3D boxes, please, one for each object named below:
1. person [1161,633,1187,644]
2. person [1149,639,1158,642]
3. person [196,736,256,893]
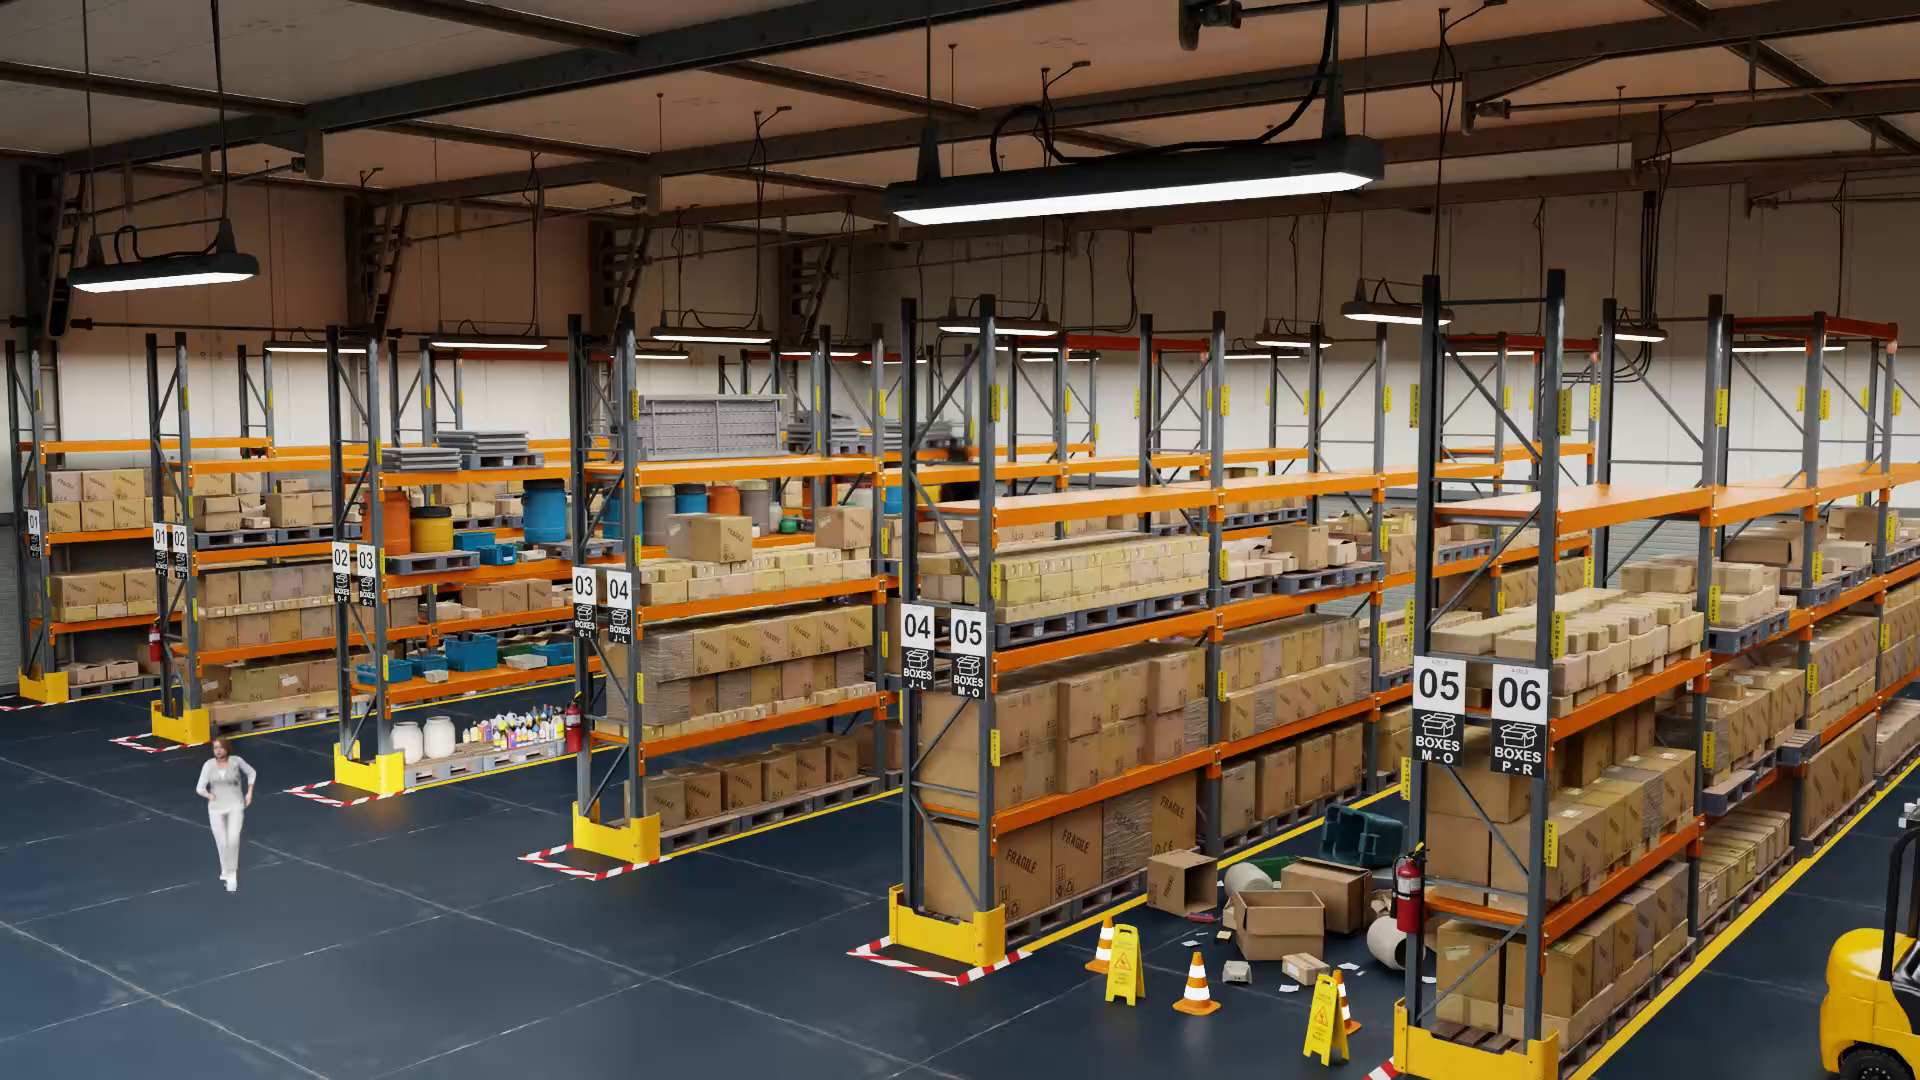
[{"bbox_3d":[3.151,1.973,24.392,0.541,1.584,0.733,5,7,42],"label":"person"},{"bbox_3d":[2.588,1.946,23.484,0.577,1.650,0.795,4,6,34],"label":"person"},{"bbox_3d":[-7.615,2.874,17.263,0.543,1.519,0.665,-1,5,-14],"label":"person"}]
